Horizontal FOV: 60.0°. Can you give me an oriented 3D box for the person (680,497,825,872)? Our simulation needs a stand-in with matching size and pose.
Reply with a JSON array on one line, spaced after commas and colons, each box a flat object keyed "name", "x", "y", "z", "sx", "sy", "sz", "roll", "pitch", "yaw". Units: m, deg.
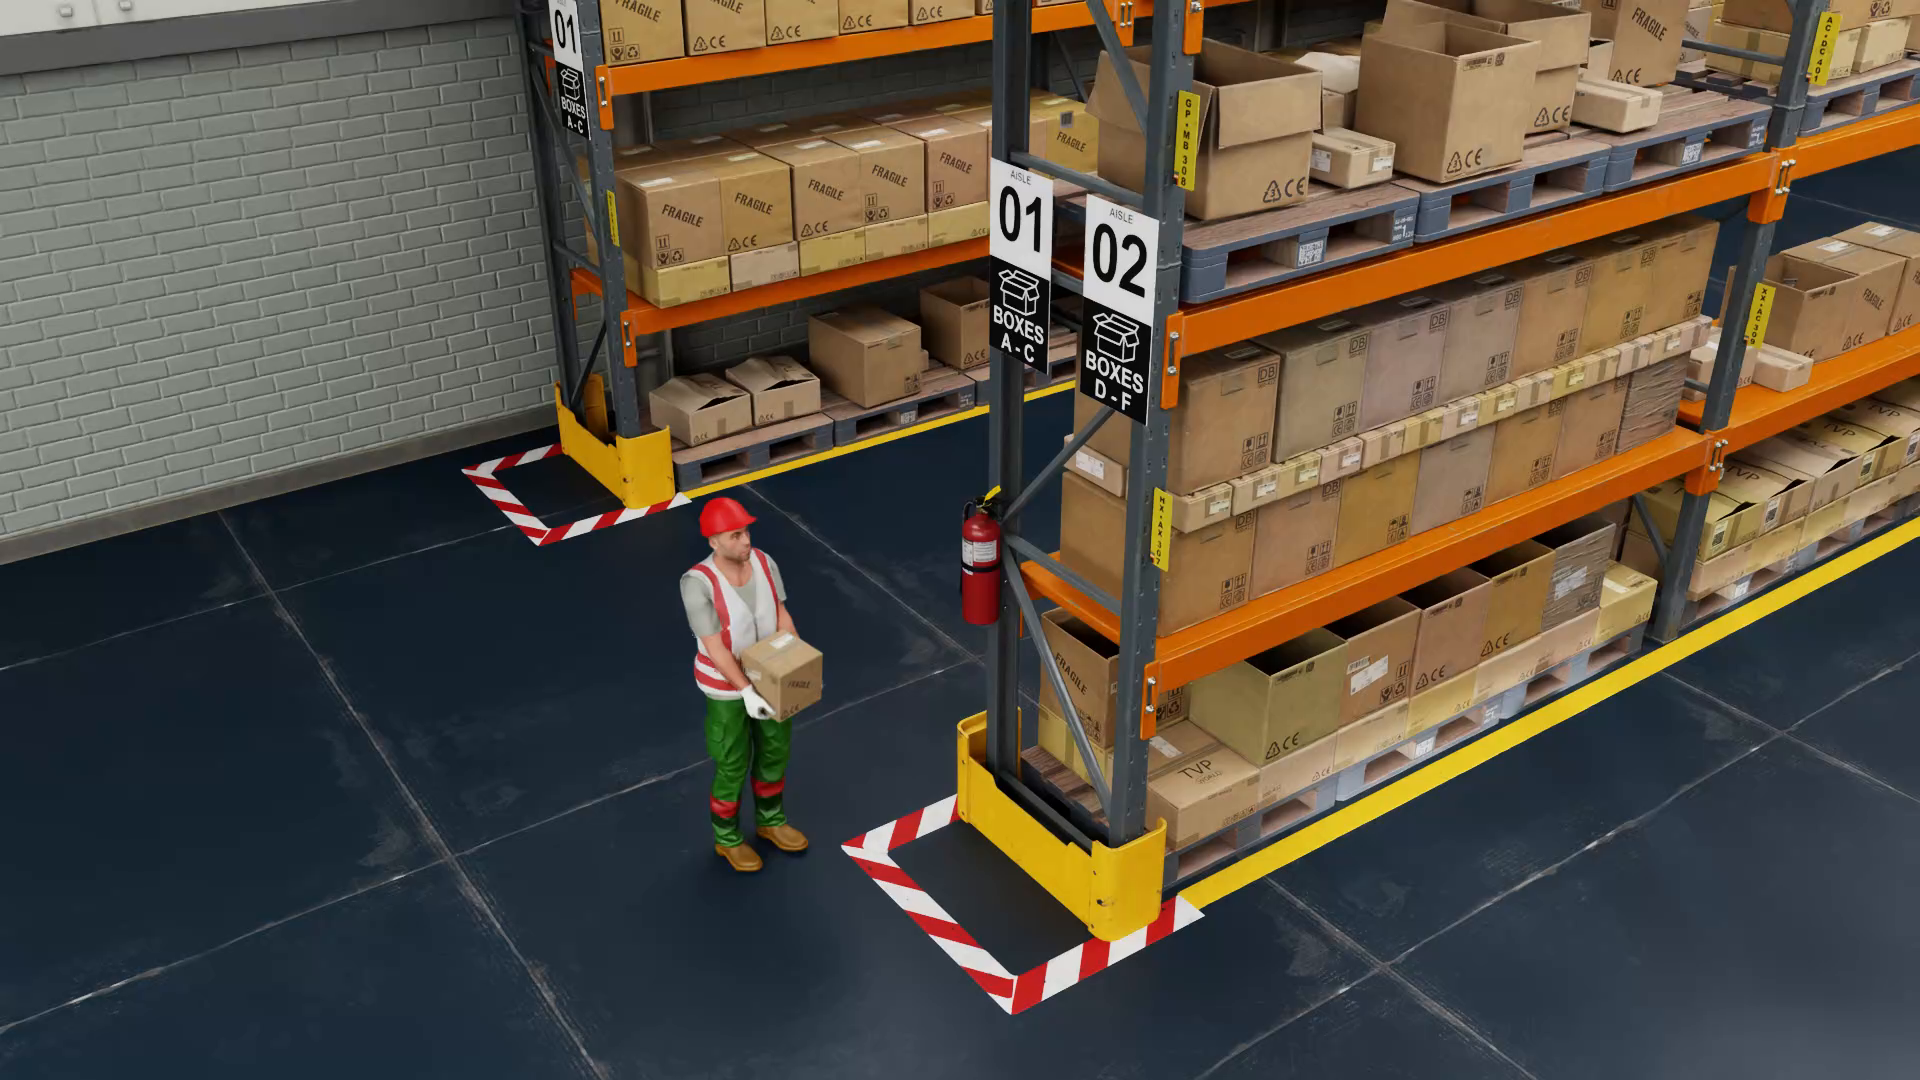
[{"name": "person", "x": -0.891, "y": 0.666, "z": 7.366, "sx": 0.564, "sy": 1.787, "sz": 0.505, "roll": 23, "pitch": 36, "yaw": 36}]
